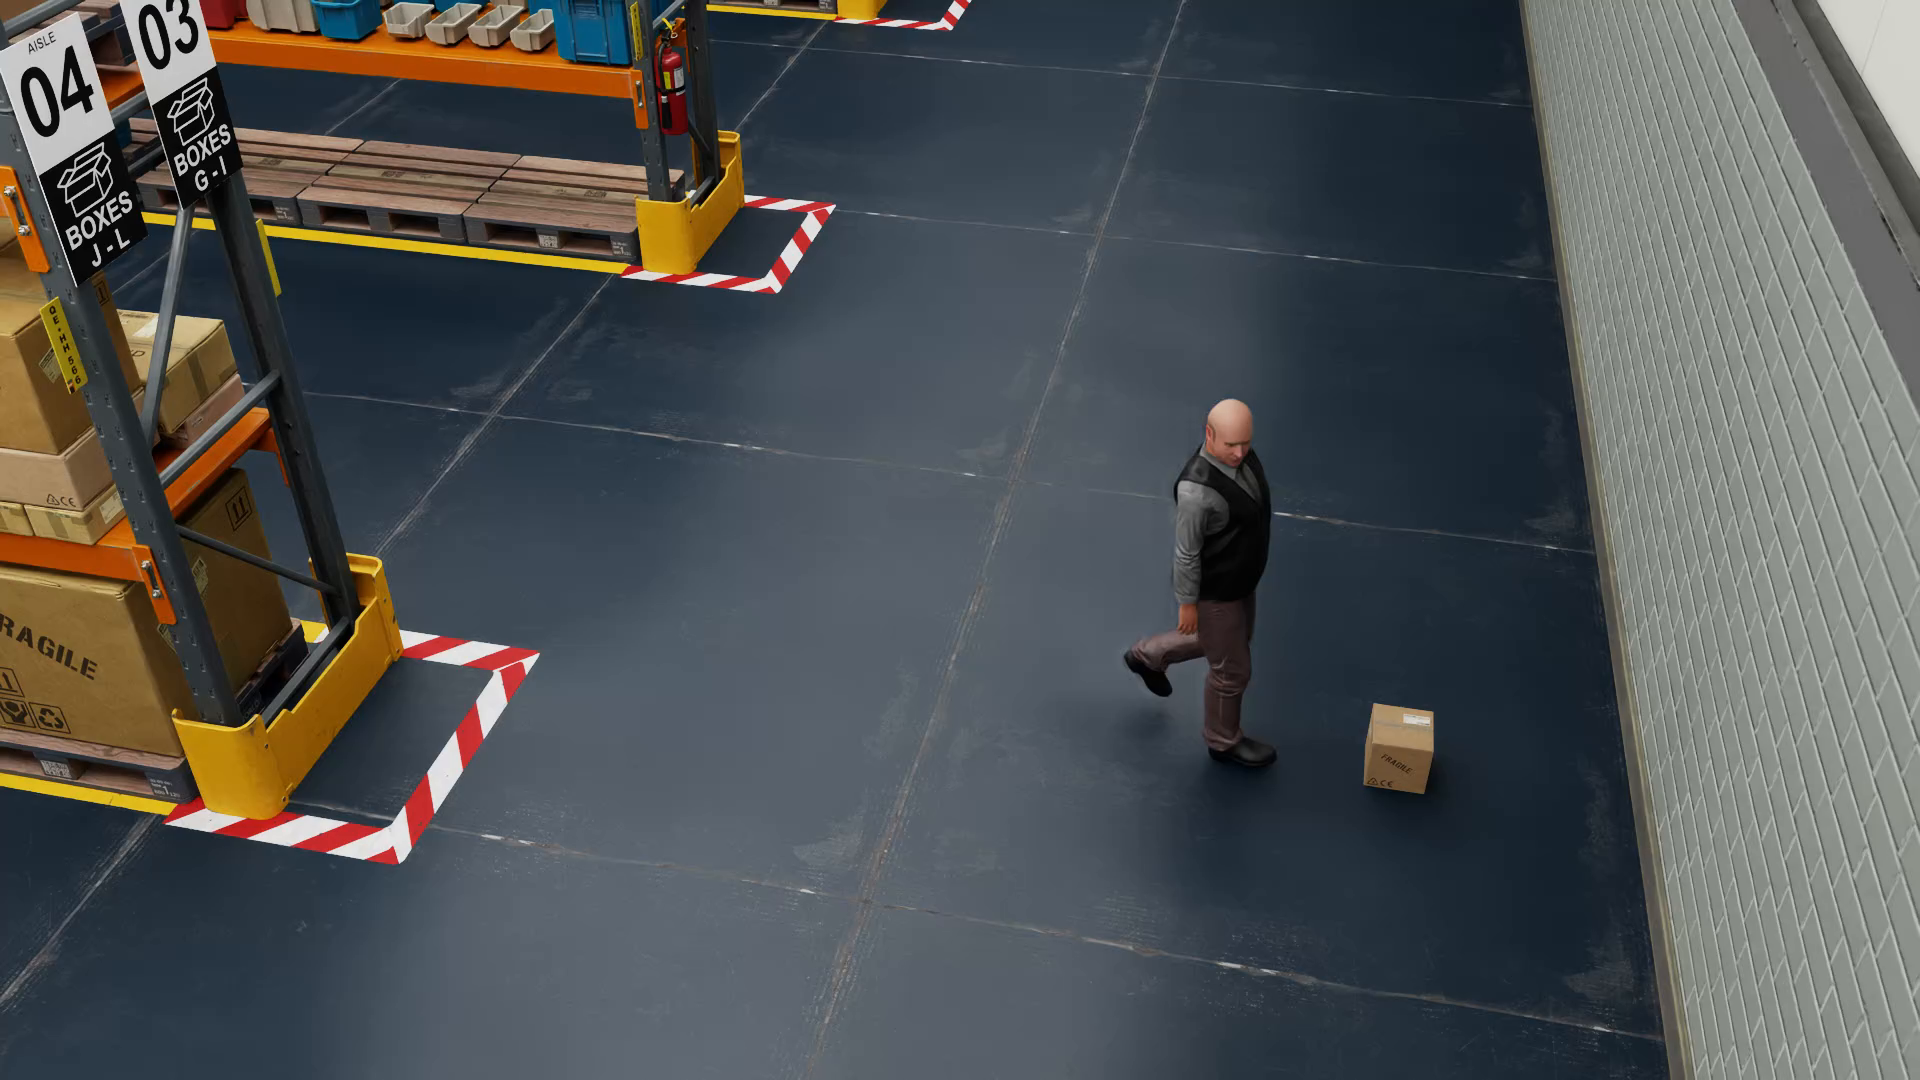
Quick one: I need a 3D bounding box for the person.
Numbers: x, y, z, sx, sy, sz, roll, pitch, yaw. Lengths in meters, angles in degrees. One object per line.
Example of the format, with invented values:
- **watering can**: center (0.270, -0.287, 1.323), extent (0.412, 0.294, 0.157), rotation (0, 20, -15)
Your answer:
- **person**: center (1.031, 0.159, 6.759), extent (0.750, 1.713, 0.551), rotation (15, 39, 19)
